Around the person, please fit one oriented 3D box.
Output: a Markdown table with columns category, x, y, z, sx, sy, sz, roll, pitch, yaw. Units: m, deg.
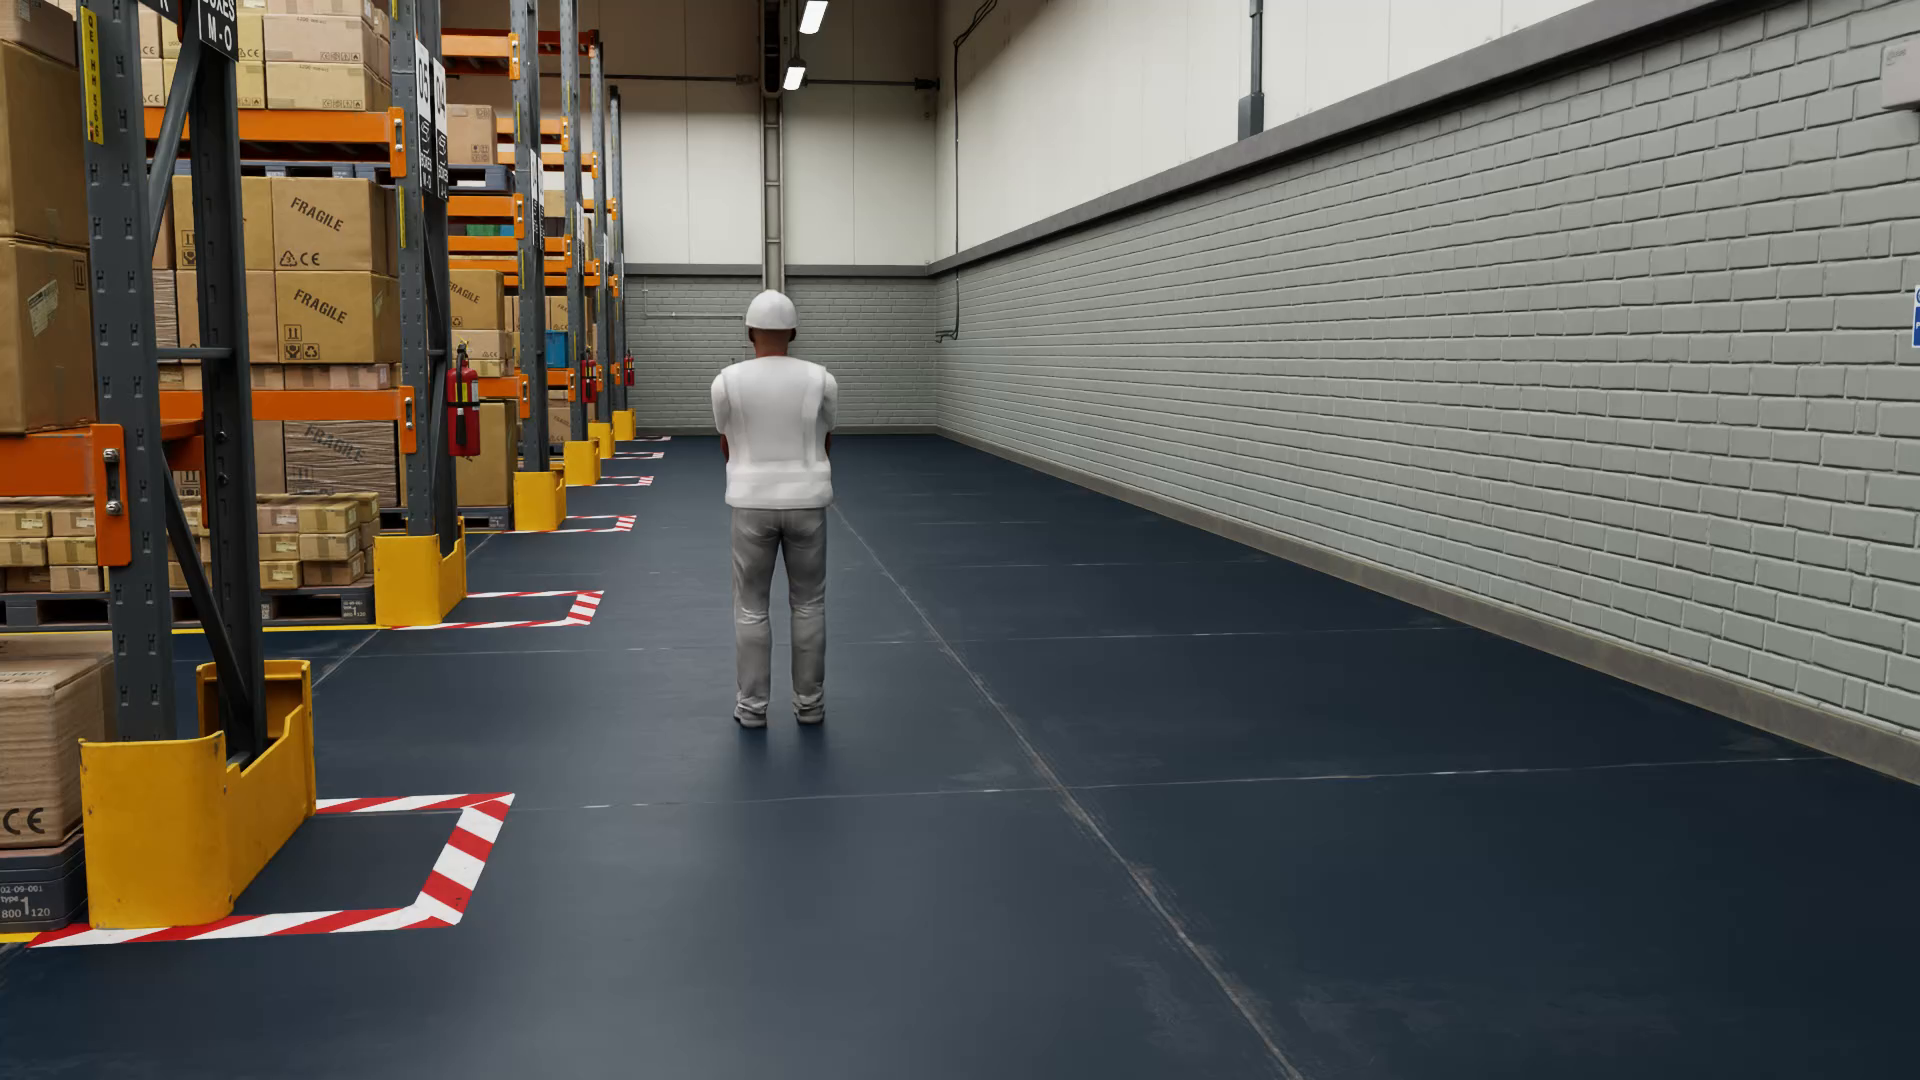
| category | x | y | z | sx | sy | sz | roll | pitch | yaw |
| --- | --- | --- | --- | --- | --- | --- | --- | --- | --- |
| person | -0.757 | -0.134 | 6.823 | 0.503 | 1.760 | 0.577 | -1 | 7 | -8 |
